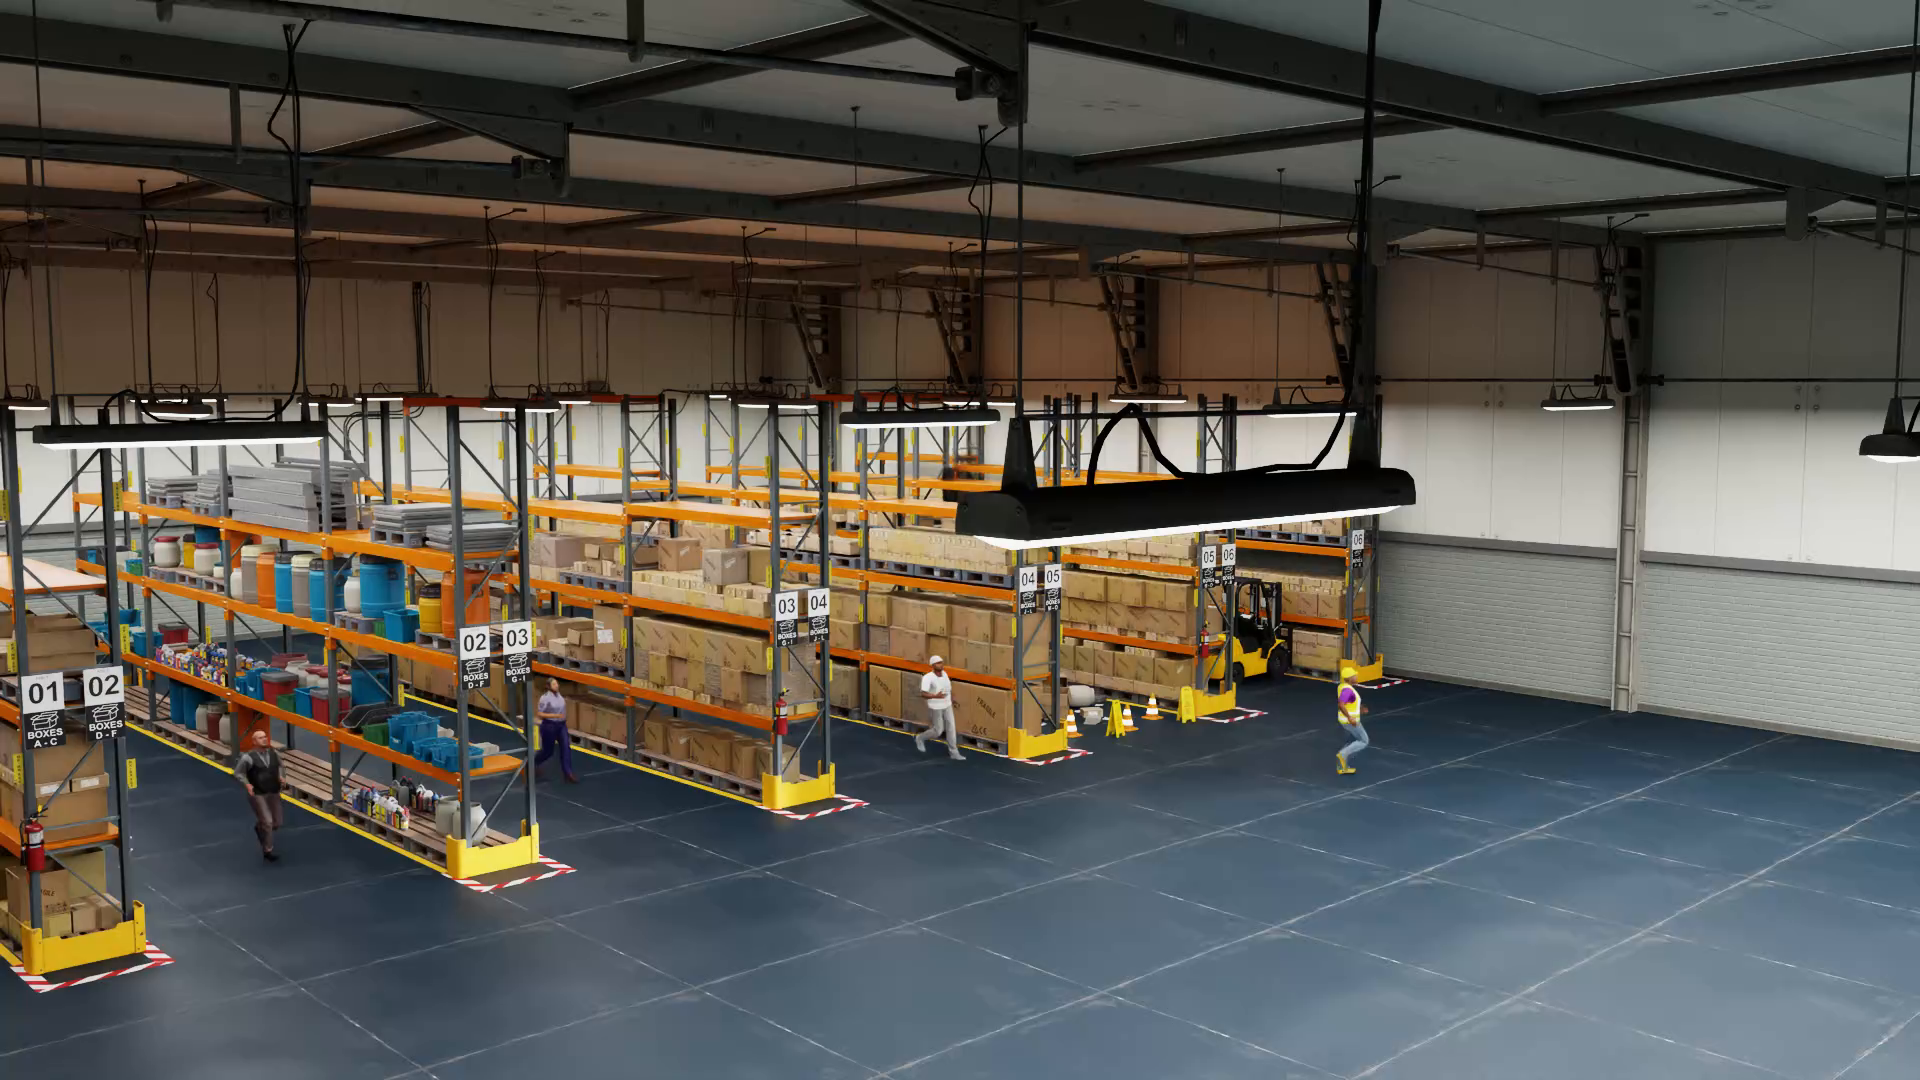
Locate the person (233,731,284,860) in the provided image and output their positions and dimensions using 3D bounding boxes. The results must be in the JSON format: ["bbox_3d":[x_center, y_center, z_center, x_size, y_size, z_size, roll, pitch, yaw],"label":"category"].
[{"bbox_3d":[-9.258,3.364,22.055,0.753,1.682,0.666,5,7,40],"label":"person"}]

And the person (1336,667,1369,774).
[{"bbox_3d":[6.292,2.897,26.671,0.581,1.725,0.705,0,6,0],"label":"person"}]

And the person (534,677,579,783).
[{"bbox_3d":[-6.396,2.974,26.150,0.924,1.648,0.606,3,6,31],"label":"person"}]

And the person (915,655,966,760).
[{"bbox_3d":[-0.291,2.785,27.730,0.715,1.713,0.992,-5,8,-44],"label":"person"}]
